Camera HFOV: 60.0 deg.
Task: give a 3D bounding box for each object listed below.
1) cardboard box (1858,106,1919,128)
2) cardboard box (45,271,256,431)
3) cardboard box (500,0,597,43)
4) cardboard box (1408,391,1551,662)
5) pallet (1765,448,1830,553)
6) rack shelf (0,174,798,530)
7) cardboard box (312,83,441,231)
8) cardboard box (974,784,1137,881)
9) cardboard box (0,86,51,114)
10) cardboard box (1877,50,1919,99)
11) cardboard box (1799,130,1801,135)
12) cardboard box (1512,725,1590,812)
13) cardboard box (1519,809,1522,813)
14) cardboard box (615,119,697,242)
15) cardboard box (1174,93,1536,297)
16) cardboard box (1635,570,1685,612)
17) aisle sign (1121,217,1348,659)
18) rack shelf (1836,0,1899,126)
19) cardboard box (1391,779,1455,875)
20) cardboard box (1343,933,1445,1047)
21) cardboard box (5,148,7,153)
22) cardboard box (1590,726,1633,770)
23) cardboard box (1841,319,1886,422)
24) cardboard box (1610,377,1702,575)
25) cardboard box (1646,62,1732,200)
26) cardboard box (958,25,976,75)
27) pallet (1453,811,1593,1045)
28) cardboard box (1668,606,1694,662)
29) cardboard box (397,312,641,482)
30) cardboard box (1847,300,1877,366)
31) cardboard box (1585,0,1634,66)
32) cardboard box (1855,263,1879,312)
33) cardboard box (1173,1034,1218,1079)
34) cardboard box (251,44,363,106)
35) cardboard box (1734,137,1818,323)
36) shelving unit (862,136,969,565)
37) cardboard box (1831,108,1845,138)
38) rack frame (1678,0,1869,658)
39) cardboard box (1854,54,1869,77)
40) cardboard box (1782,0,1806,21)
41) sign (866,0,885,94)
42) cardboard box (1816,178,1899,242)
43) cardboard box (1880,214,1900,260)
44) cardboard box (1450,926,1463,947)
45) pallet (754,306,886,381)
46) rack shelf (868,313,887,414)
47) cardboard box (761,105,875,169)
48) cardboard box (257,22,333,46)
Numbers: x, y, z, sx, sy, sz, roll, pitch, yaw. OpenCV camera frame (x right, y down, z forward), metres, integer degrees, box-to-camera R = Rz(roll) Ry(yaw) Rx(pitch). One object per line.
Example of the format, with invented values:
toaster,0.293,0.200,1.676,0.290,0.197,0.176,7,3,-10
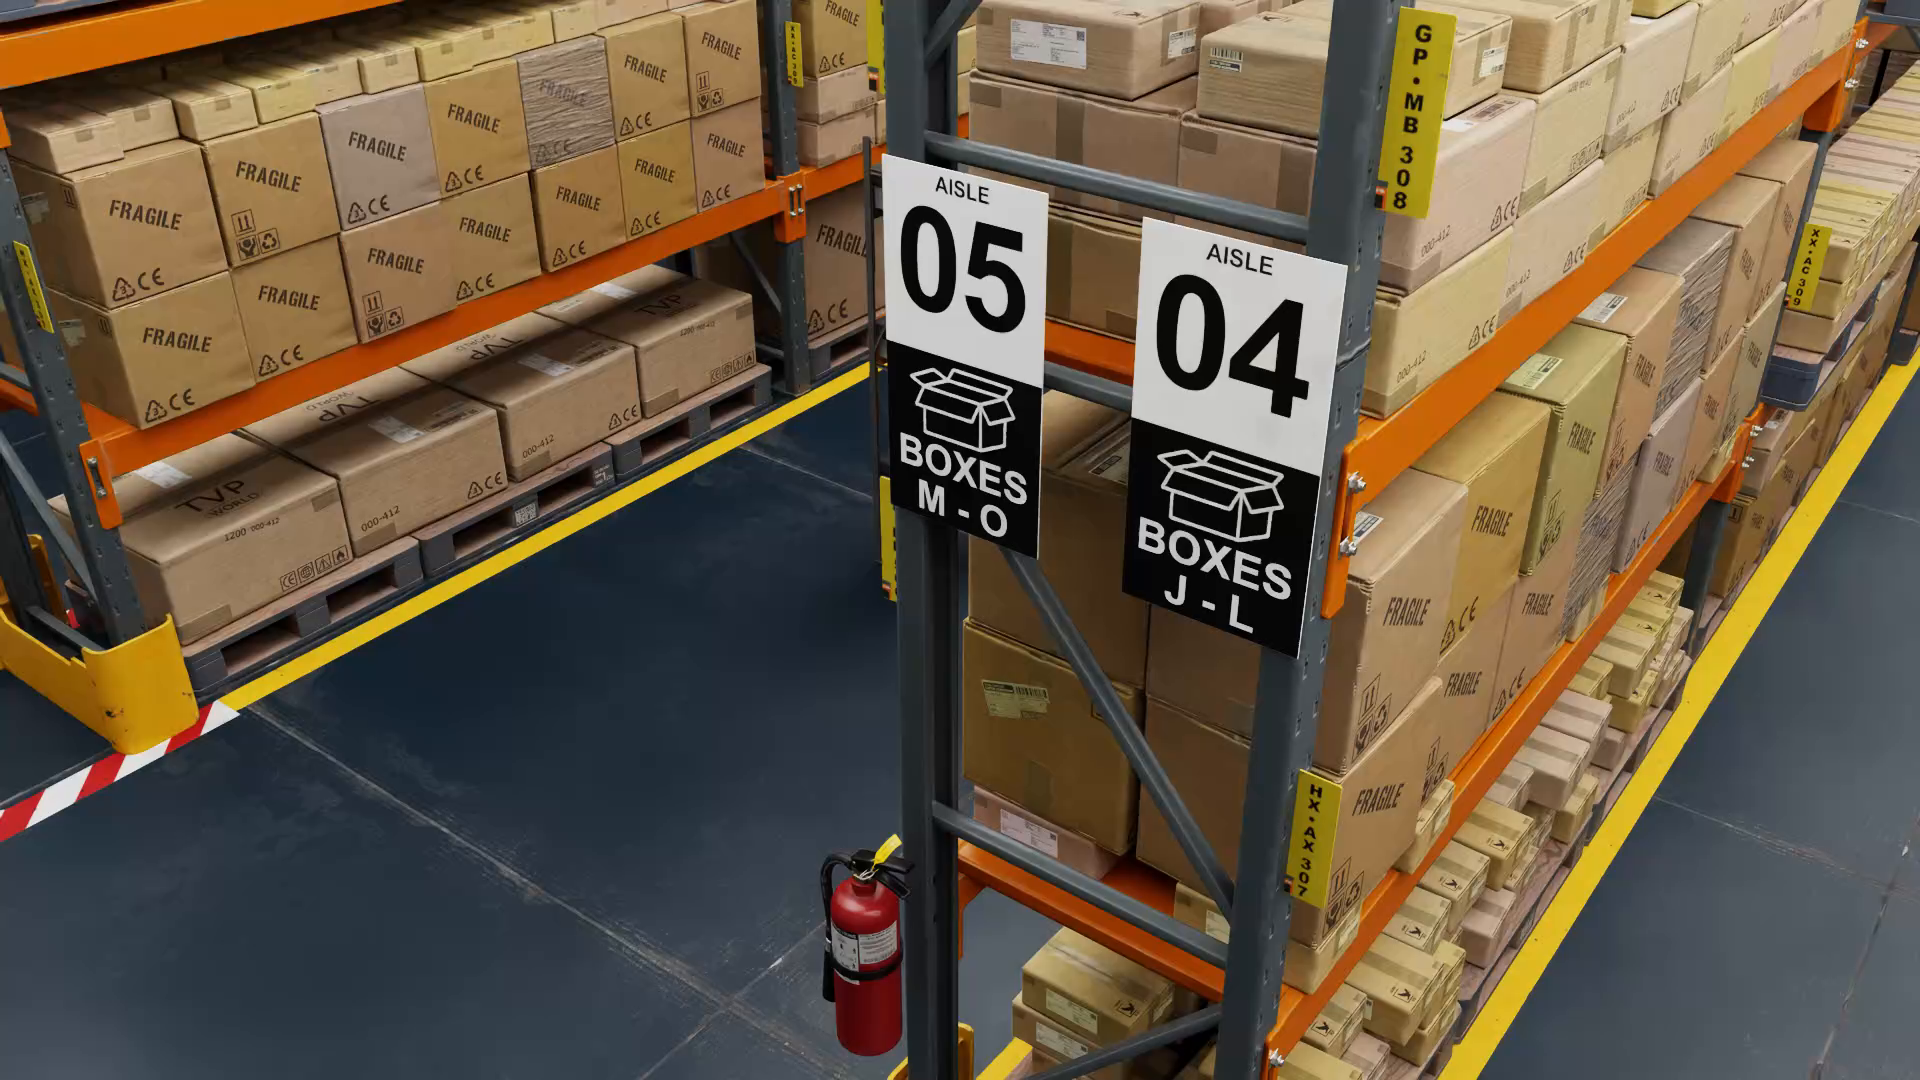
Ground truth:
cardboard box,4.405,-1.893,7.753,0.380,0.149,0.250,23,38,34
cardboard box,-3.201,-0.810,6.576,0.500,0.500,0.500,21,36,31
cardboard box,-1.902,-2.422,7.679,0.380,0.149,0.250,21,36,31
cardboard box,1.070,-0.087,4.084,0.500,0.500,0.500,22,37,33
pallet,3.908,-0.419,8.750,1.003,0.211,1.213,21,37,31
rack shelf,-2.512,-1.164,7.977,1.077,0.370,4.000,21,37,31
cardboard box,-2.592,-1.665,7.038,0.500,0.500,0.500,21,36,31
cardboard box,0.260,0.711,4.355,0.380,0.149,0.250,21,37,31
cardboard box,-3.662,-1.620,6.326,0.380,0.149,0.250,22,37,32
cardboard box,5.604,-2.572,9.550,0.500,0.500,0.500,22,37,32
cardboard box,4.042,-2.071,8.346,0.380,0.149,0.250,21,37,31
cardboard box,1.967,0.764,5.820,0.380,0.149,0.250,20,36,30
cardboard box,1.724,0.948,5.801,0.380,0.149,0.250,23,38,33
cardboard box,-1.687,-1.851,8.333,0.500,0.500,0.500,20,36,30
cardboard box,0.766,-0.721,3.240,0.500,0.250,0.500,22,37,32
cardboard box,2.695,0.211,6.753,0.380,0.149,0.250,22,37,33
aisle sign,0.483,-0.174,3.052,0.394,0.787,0.004,21,37,31
rack shelf,3.910,-2.598,7.454,1.077,0.370,4.000,21,37,31
cardboard box,1.071,0.690,4.389,0.380,0.149,0.250,20,36,30
cardboard box,1.200,1.292,4.929,0.380,0.149,0.250,21,37,31
cardboard box,-3.618,-1.403,6.596,0.500,0.500,0.500,22,37,33
cardboard box,2.406,0.714,6.488,0.380,0.149,0.250,20,36,30
cardboard box,4.612,-0.977,8.996,0.500,0.500,0.500,23,38,33
cardboard box,2.020,-0.279,5.388,0.500,0.500,0.500,21,37,31
cardboard box,1.705,-1.140,4.436,0.500,0.250,0.500,21,37,31
cardboard box,-0.196,-2.946,9.936,0.500,0.250,0.500,22,37,32
pallet,1.589,1.178,6.056,1.003,0.211,1.213,21,37,31
cardboard box,2.766,0.340,6.827,0.380,0.149,0.250,22,37,32
cardboard box,-2.309,-0.778,8.722,0.875,0.438,0.875,20,36,30
cardboard box,4.298,-1.088,8.449,0.500,0.250,0.500,22,37,32
cardboard box,1.203,-1.136,3.549,0.380,0.149,0.250,22,37,32
cardboard box,3.624,-1.110,7.015,0.380,0.149,0.250,21,37,32
cardboard box,0.809,1.606,4.690,0.380,0.149,0.250,23,38,33
cardboard box,-2.674,-1.906,6.808,0.380,0.149,0.250,22,37,32
cardboard box,2.635,-1.130,5.845,0.500,0.500,0.500,20,36,30
shelving unit,-0.100,-0.836,7.601,0.431,2.100,0.503,21,37,31
cardboard box,4.524,-2.273,8.978,0.380,0.149,0.250,23,38,34
rack frame,2.703,-0.804,6.664,1.000,3.000,0.127,21,37,31
cardboard box,4.681,-2.628,8.993,0.380,0.149,0.250,21,37,31
cardboard box,2.303,-1.771,5.010,0.500,0.250,0.500,19,36,29
sign,-0.142,-1.028,3.232,0.100,0.325,0.005,21,37,31
cardboard box,3.628,-1.369,6.869,0.380,0.149,0.250,21,37,32
cardboard box,3.774,-1.340,7.111,0.380,0.149,0.250,19,36,29
cardboard box,1.416,1.316,5.472,0.380,0.149,0.250,21,37,31
pallet,-0.899,-1.423,10.444,1.003,0.211,1.213,21,37,31
rack shelf,-0.100,-0.824,7.608,0.431,0.518,0.480,21,37,31
cardboard box,-0.829,-2.319,9.368,0.500,0.250,0.500,20,36,30
cardboard box,-2.936,-2.155,7.230,0.380,0.149,0.250,22,37,32
